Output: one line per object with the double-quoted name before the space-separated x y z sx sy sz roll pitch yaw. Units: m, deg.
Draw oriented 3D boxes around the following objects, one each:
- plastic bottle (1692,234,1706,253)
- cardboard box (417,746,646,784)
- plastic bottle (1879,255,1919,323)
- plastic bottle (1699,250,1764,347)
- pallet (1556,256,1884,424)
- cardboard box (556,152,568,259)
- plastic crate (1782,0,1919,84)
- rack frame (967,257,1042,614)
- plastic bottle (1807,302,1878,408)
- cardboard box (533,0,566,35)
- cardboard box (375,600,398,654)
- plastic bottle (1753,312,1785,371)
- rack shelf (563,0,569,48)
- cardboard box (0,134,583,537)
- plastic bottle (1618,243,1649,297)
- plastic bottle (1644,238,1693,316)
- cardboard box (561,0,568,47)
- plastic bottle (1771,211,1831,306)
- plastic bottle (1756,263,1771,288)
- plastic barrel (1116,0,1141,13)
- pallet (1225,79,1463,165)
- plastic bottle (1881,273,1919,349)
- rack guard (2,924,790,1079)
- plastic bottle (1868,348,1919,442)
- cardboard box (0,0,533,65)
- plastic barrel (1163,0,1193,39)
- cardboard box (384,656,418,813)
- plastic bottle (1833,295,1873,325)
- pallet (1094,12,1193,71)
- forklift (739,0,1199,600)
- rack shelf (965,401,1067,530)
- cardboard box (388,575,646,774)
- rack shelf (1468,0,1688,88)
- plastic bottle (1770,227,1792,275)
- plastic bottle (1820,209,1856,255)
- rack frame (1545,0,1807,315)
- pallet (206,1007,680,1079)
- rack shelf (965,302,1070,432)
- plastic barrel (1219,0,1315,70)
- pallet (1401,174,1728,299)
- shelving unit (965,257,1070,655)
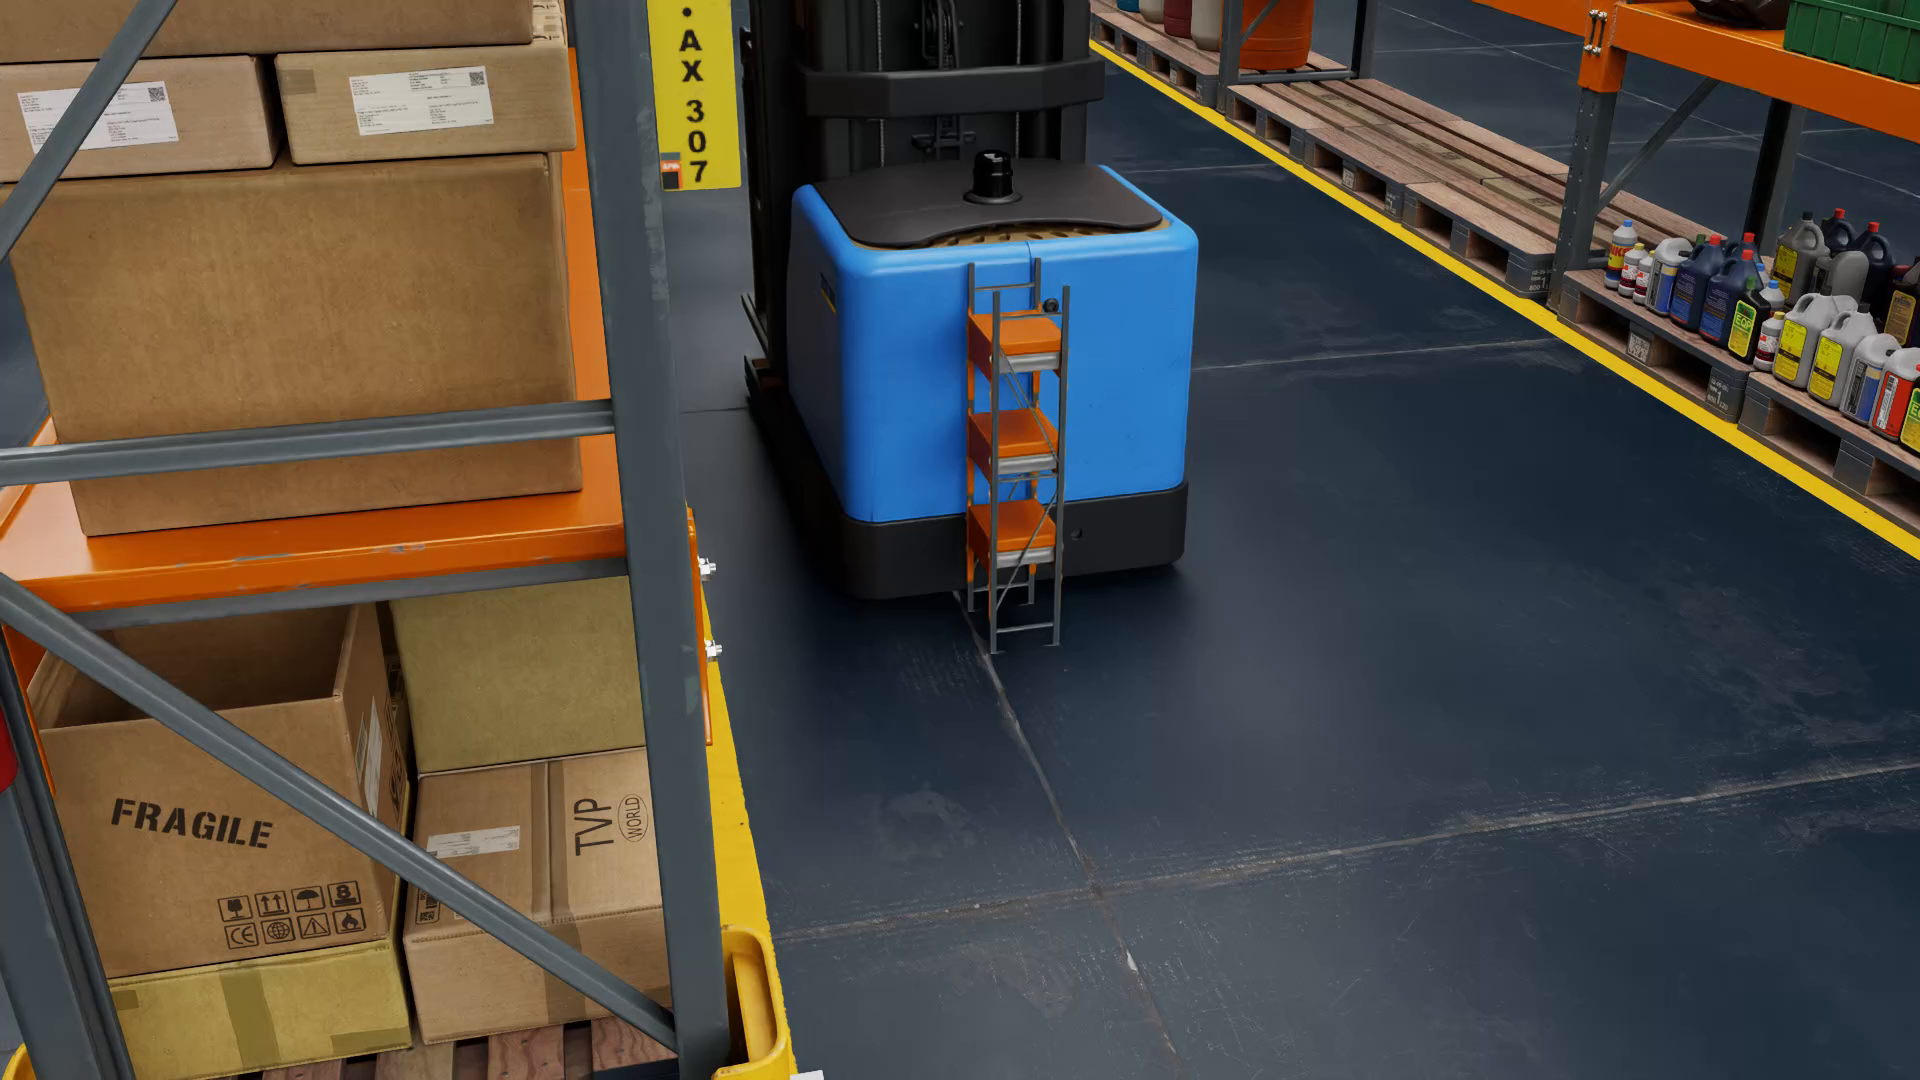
"plastic bottle" 2.902 -1.047 6.521 0.061 0.283 0.133 -6 27 -12
"cardboard box" -0.892 0.445 3.625 0.500 0.250 0.500 -6 27 -12
"plastic bottle" 3.601 -0.954 6.338 0.061 0.283 0.133 -4 27 -8
"plastic bottle" 2.874 -0.910 6.175 0.144 0.351 0.185 -7 28 -14
"pallet" 3.165 -0.831 6.663 1.003 0.211 1.213 -6 27 -12
"cardboard box" -1.193 -0.817 3.430 0.700 0.500 0.500 -6 27 -11
"plastic crate" 3.085 -1.656 5.437 0.450 0.188 0.662 -6 27 -12
"rack frame" 0.118 -0.268 4.615 0.200 1.050 0.008 -7 28 -13
"plastic bottle" 3.012 -0.641 5.644 0.144 0.351 0.185 -5 27 -9
"cardboard box" -0.812 -0.762 2.600 0.380 0.149 0.250 -7 28 -13
"cardboard box" -1.522 -0.055 3.784 0.500 0.500 0.500 -6 27 -12
"plastic bottle" 2.915 -0.716 5.958 0.097 0.201 0.097 0 27 0
"rack shelf" -2.223 -2.431 7.535 1.077 0.370 4.000 -6 27 -12
"cardboard box" -0.964 -0.369 2.541 0.700 0.500 0.500 -6 27 -12
"plastic bottle" 2.722 -1.093 6.705 0.097 0.201 0.097 0 27 0
"plastic bottle" 2.798 -1.032 6.501 0.152 0.276 0.135 -5 27 -10
"cardboard box" -0.922 -0.983 3.037 0.380 0.149 0.250 -6 27 -12
"plastic bottle" 3.340 -1.121 6.594 0.144 0.351 0.185 -6 27 -12
"plastic bottle" 2.982 -0.906 6.255 0.097 0.271 0.097 0 27 0
"plastic barrel" 1.517 -4.587 12.871 0.600 0.901 0.708 -6 27 -12
"pallet" 2.289 -2.542 10.053 1.003 0.211 1.213 -6 27 -12
"plastic bottle" 3.502 -0.858 6.147 0.061 0.283 0.133 -6 27 -12
"rack guard" -0.866 1.009 2.697 1.175 0.500 0.348 -6 27 -12
"plastic bottle" 3.084 -0.475 5.396 0.152 0.276 0.135 -6 27 -11
"cardboard box" -0.976 -0.971 2.294 0.700 0.500 0.500 -6 27 -11
"plastic barrel" 1.771 -3.951 11.959 0.600 0.588 0.708 -6 27 -12
"cardboard box" -1.404 0.498 3.519 0.500 0.250 0.500 -6 27 -12
"plastic bottle" 3.109 -0.716 5.874 0.152 0.276 0.135 -6 27 -12
"pallet" 1.663 -3.763 12.471 1.003 0.211 1.213 -6 27 -12
"forklift" -0.188 -1.782 5.528 1.130 2.935 3.031 -7 28 -13
"rack shelf" 0.149 -0.205 4.515 0.215 0.259 0.240 -7 28 -13
"cardboard box" -0.890 0.110 3.456 0.500 0.500 0.500 -6 27 -12
"rack shelf" 2.603 -2.932 8.529 1.077 0.370 4.000 -6 27 -12
"plastic bottle" 3.439 -1.195 6.906 0.097 0.201 0.097 0 27 0
"plastic bottle" 3.480 -1.136 6.623 0.144 0.351 0.185 -7 28 -13
"rack frame" 3.054 -2.375 6.627 1.000 3.000 0.127 -6 27 -12
"pallet" -1.084 0.795 3.440 1.003 0.211 1.213 -6 27 -12
"rack shelf" 0.149 -0.458 4.387 0.215 0.259 0.240 -7 28 -13
"plastic barrel" 2.026 -3.563 10.922 0.600 0.830 0.708 -6 27 -12
"pallet" 2.839 -1.471 7.931 1.003 0.211 1.213 -6 27 -12
"shelving unit" 0.149 -0.214 4.510 0.215 1.050 0.252 -7 28 -13
